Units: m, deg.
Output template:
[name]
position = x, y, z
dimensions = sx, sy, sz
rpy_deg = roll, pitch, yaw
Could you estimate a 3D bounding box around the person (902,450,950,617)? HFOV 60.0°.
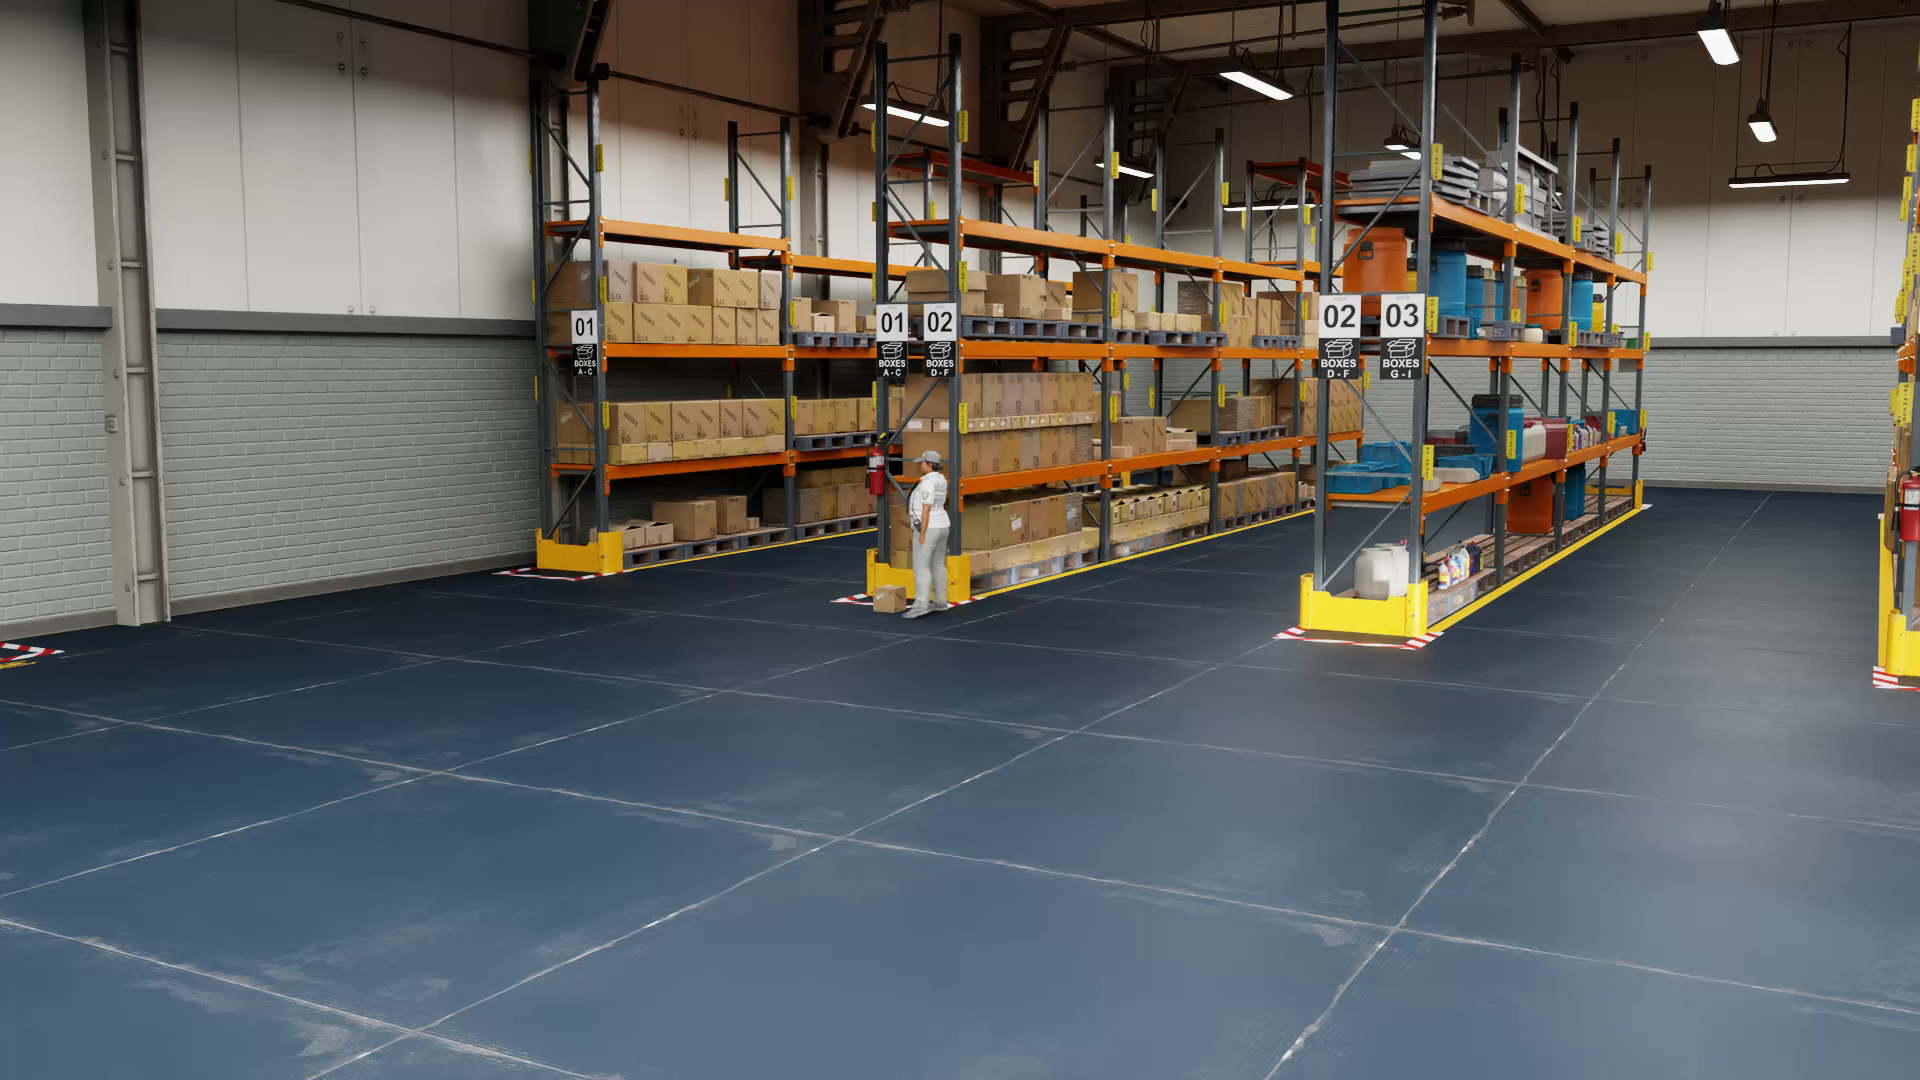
[person]
position = -0.329, -0.064, 16.964
dimensions = 0.411, 1.698, 0.521
rpy_deg = 3, 7, 23
